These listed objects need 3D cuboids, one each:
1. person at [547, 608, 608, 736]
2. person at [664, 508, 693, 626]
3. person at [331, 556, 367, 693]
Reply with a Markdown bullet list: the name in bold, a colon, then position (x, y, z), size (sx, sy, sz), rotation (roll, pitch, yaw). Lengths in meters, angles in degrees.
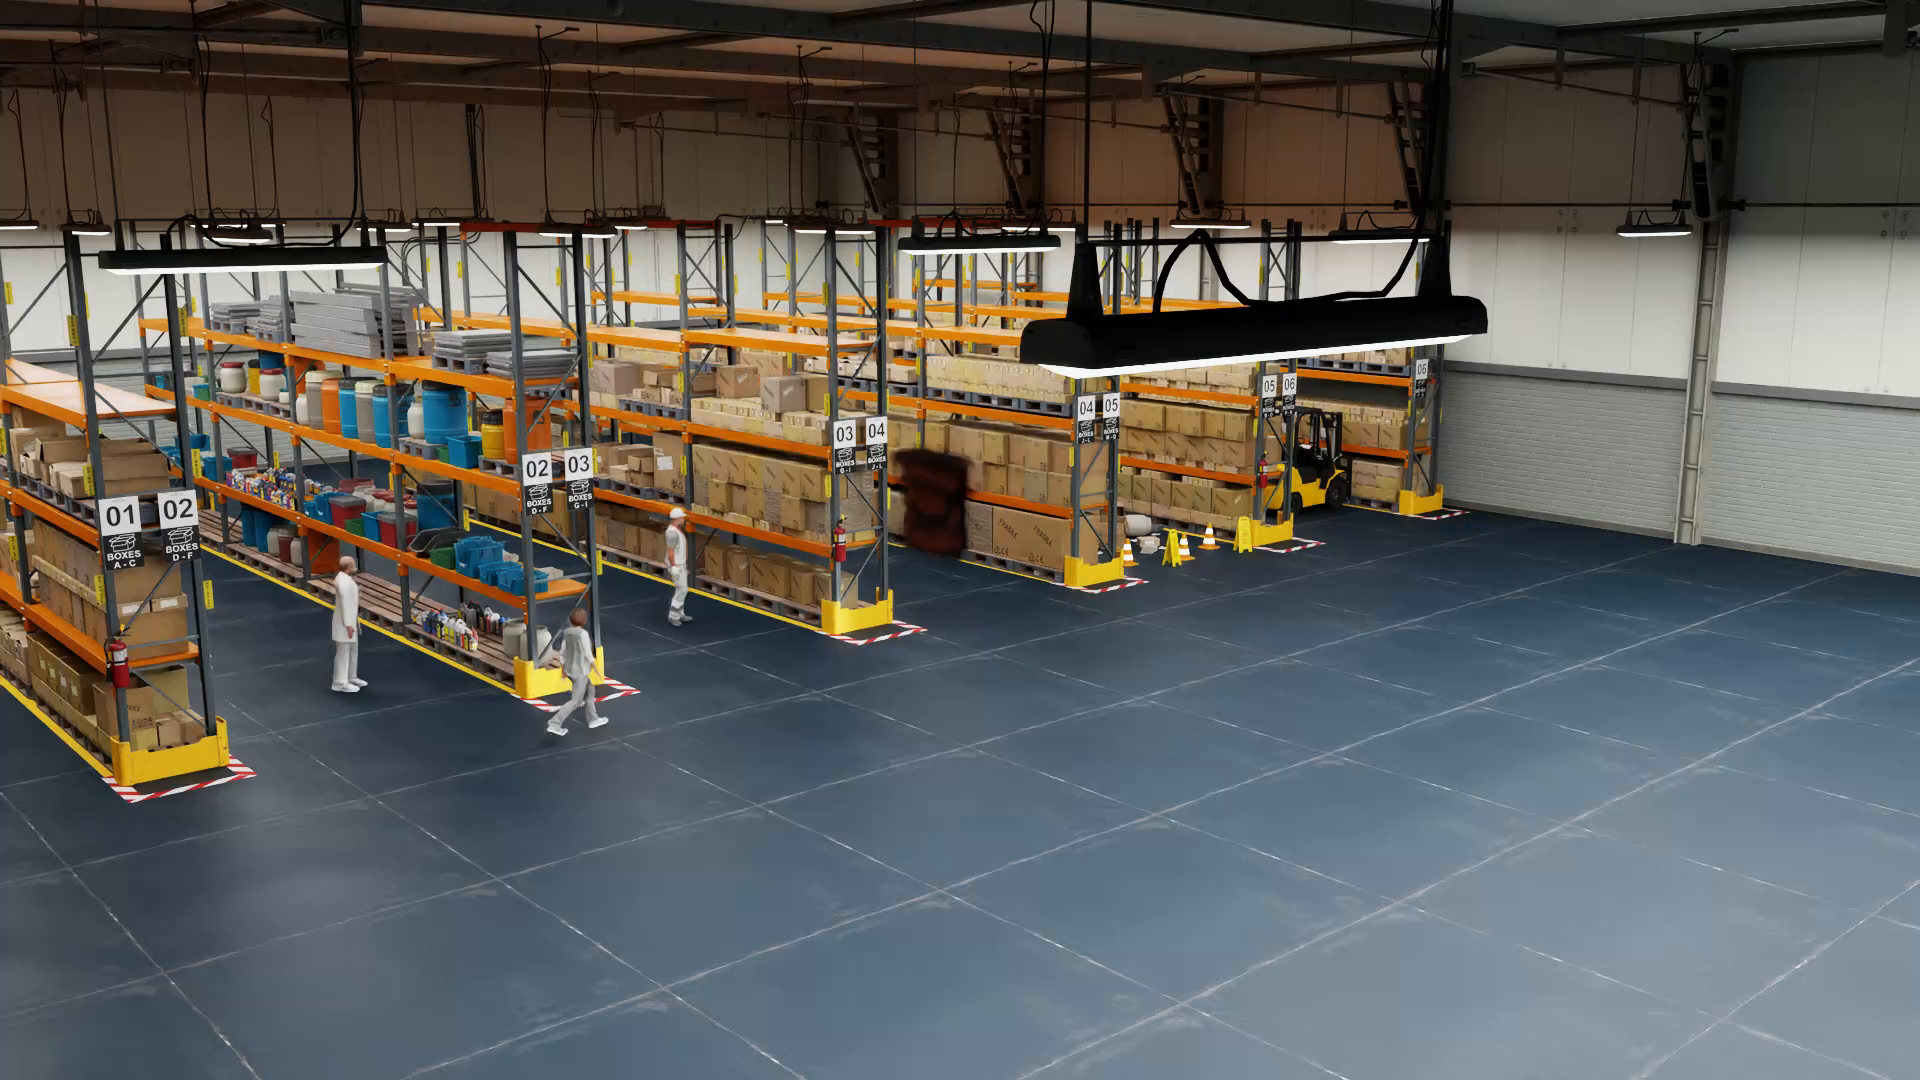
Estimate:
- **person**: position (-4.635, 1.587, 20.064), size (0.929, 1.536, 0.425), rotation (-11, 16, -42)
- **person**: position (-4.321, 0.411, 25.511), size (0.390, 1.833, 0.591), rotation (1, 11, 4)
- **person**: position (-8.096, 1.096, 21.911), size (0.432, 1.795, 0.624), rotation (-2, 12, -8)
